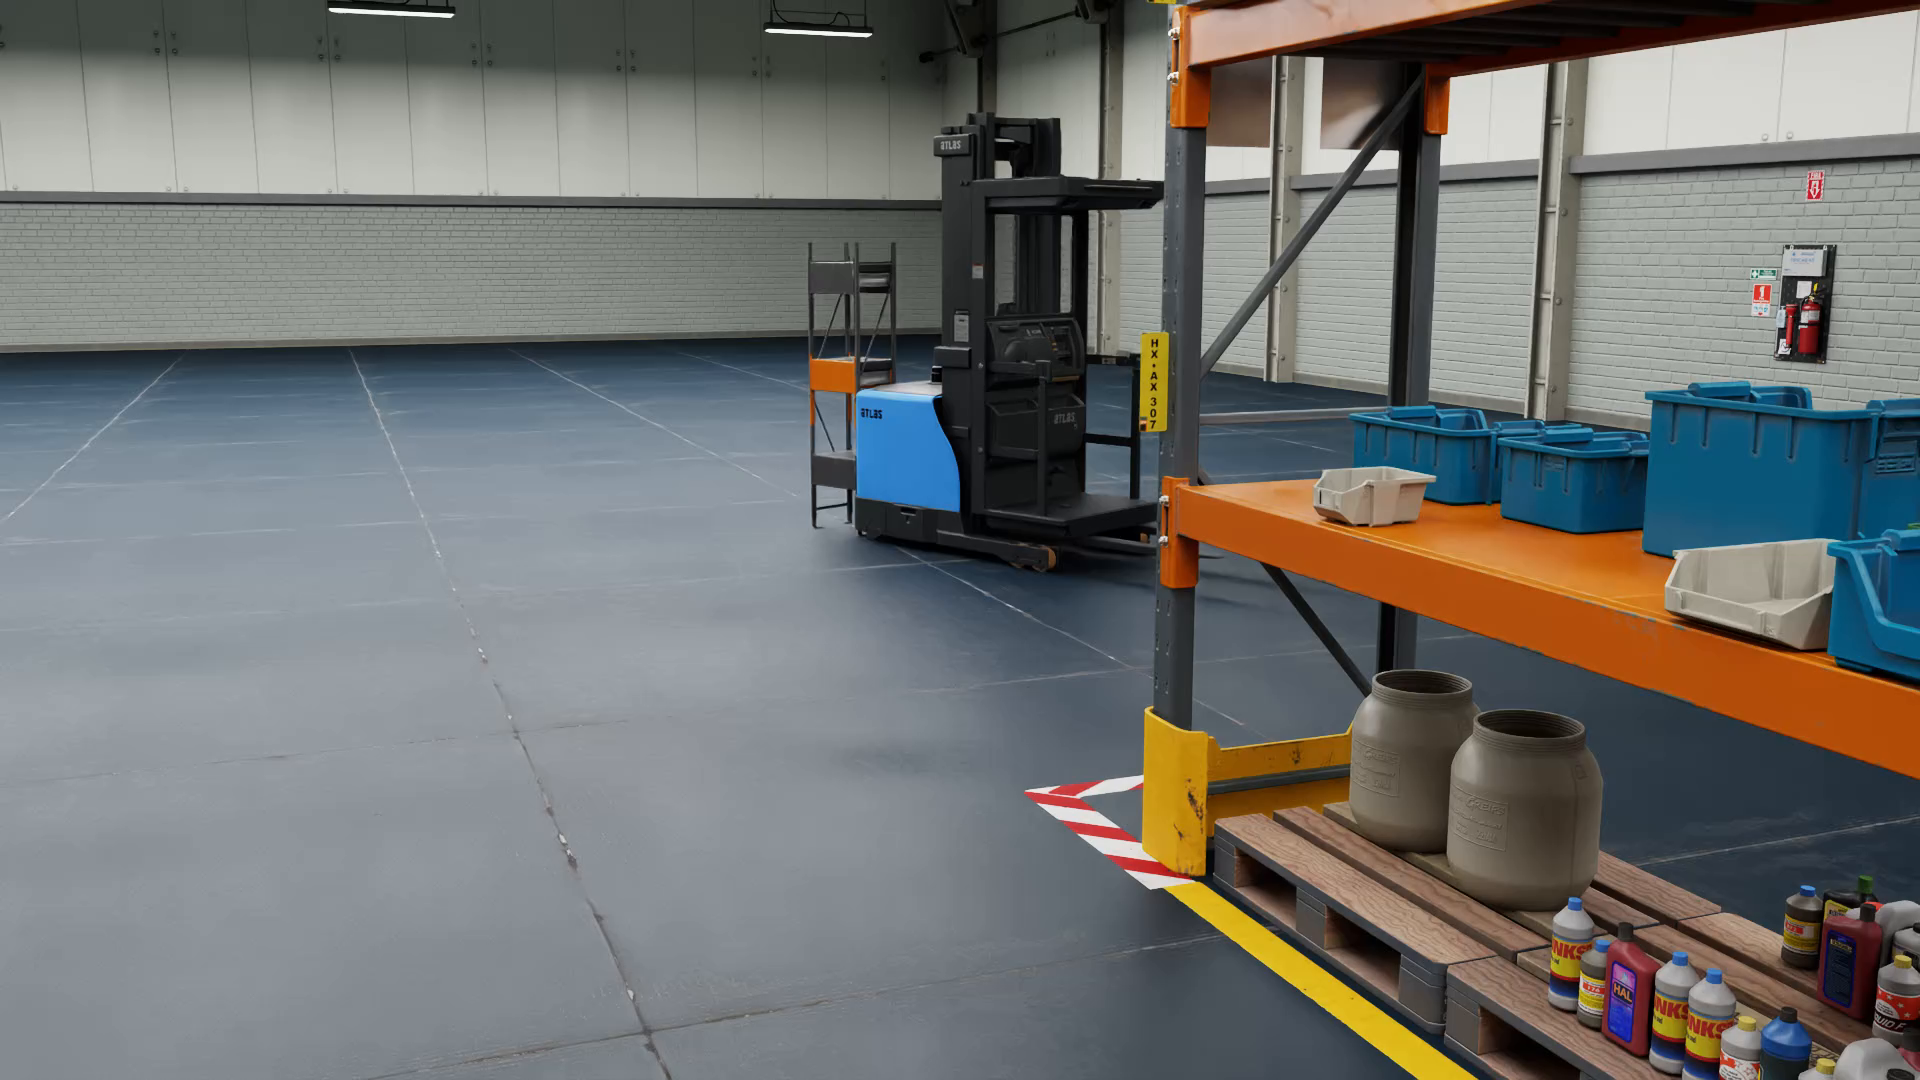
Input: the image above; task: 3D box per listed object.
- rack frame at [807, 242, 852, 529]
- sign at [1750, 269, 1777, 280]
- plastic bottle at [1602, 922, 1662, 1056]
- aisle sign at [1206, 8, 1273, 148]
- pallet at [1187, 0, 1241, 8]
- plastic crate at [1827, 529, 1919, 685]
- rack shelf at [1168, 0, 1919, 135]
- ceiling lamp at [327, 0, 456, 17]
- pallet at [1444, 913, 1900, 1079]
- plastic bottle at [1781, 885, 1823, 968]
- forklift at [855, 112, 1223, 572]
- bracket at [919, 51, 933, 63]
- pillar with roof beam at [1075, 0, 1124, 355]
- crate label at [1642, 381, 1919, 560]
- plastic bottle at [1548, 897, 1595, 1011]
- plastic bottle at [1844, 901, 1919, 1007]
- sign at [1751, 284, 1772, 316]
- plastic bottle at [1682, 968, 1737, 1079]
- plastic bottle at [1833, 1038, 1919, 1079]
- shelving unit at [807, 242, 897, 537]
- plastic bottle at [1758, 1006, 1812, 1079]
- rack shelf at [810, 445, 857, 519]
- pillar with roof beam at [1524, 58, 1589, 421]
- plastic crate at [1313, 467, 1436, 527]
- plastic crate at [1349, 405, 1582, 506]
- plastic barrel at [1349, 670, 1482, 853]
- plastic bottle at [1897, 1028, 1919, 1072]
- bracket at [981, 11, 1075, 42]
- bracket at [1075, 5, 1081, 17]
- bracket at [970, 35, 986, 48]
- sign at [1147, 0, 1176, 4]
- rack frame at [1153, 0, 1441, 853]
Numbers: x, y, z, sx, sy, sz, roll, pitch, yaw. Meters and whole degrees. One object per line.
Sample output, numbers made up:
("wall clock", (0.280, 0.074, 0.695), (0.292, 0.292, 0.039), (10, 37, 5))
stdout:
("rack frame", (-0.964, -1.142, 12.343), (0.015, 2.100, 0.400), (9, 14, 42))
("sign", (8.304, -2.748, 17.187), (0.001, 0.109, 0.331), (-4, 11, -21))
("plastic bottle", (1.587, 1.055, 3.923), (0.061, 0.283, 0.133), (-4, 11, -20))
("aisle sign", (0.857, -1.692, 5.446), (0.394, 0.787, 0.004), (-4, 11, -21))
("pallet", (1.364, -1.662, 4.672), (1.003, 0.211, 1.213), (-4, 11, -21))
("plastic crate", (1.951, 0.143, 2.973), (0.499, 0.251, 0.616), (-4, 11, -21))
("rack shelf", (1.881, -1.215, 3.677), (1.077, 0.370, 4.000), (-4, 11, -21))
("ceiling lamp", (-9.486, -10.302, 27.471), (2.000, 3.185, 0.800), (-4, 11, -21))
("pallet", (1.955, 1.295, 4.038), (1.003, 0.211, 1.213), (-4, 11, -21))
("plastic bottle", (2.230, 1.014, 4.390), (0.097, 0.201, 0.097), (0, 10, 0))
("forklift", (0.672, -1.339, 11.078), (3.031, 2.935, 1.130), (9, 14, 42))
("bracket", (-0.762, -11.043, 38.030), (0.235, 0.232, 0.430), (-4, 11, -21))
("pillar with roof beam", (-1.260, -7.587, 28.875), (9.100, 9.000, 0.548), (-4, 11, -21))
("crate label", (2.075, -0.153, 4.117), (0.502, 0.435, 0.616), (-4, 11, -21))
("plastic bottle", (1.522, 1.023, 4.138), (0.097, 0.271, 0.097), (0, 10, 0))
("plastic bottle", (2.296, 1.020, 4.142), (0.152, 0.276, 0.135), (-4, 11, -20))
("sign", (8.311, -2.488, 17.241), (0.001, 0.329, 0.234), (-4, 11, -21))
("plastic bottle", (1.683, 1.095, 3.731), (0.097, 0.271, 0.097), (0, 10, 0))
("plastic bottle", (1.861, 1.160, 3.353), (0.152, 0.276, 0.135), (-4, 11, -20))
("shelving unit", (-0.785, -1.113, 12.181), (0.503, 2.100, 0.431), (9, 14, 42))
("plastic bottle", (1.756, 1.128, 3.546), (0.097, 0.271, 0.097), (0, 10, 0))
("rack shelf", (-0.785, -0.410, 12.306), (0.480, 0.518, 0.431), (9, 14, 42))
("pillar with roof beam", (3.088, -5.628, 17.863), (9.100, 9.000, 0.400), (-4, 11, -21))
("plastic crate", (1.180, -0.123, 4.799), (0.298, 0.136, 0.250), (-4, 11, -21))
("plastic crate", (1.616, -0.283, 5.373), (0.499, 0.251, 0.616), (-4, 11, -21))
("plastic barrel", (1.465, 0.701, 5.317), (0.421, 0.512, 0.421), (0, 10, 0))
("plastic bottle", (1.961, 1.150, 3.391), (0.061, 0.283, 0.133), (-4, 11, -21))
("bracket", (1.331, -10.100, 32.730), (0.076, 0.066, 4.783), (-4, 11, -21))
("bracket", (2.271, -9.677, 30.350), (0.235, 0.232, 0.430), (-4, 11, -21))
("bracket", (0.398, -10.521, 35.094), (0.235, 0.232, 0.430), (-4, 11, -21))
("sign", (0.641, -1.866, 5.257), (0.100, 0.325, 0.005), (-4, 11, -21))
("rack frame", (1.156, -0.419, 5.712), (1.000, 3.000, 0.127), (-4, 11, -21))
